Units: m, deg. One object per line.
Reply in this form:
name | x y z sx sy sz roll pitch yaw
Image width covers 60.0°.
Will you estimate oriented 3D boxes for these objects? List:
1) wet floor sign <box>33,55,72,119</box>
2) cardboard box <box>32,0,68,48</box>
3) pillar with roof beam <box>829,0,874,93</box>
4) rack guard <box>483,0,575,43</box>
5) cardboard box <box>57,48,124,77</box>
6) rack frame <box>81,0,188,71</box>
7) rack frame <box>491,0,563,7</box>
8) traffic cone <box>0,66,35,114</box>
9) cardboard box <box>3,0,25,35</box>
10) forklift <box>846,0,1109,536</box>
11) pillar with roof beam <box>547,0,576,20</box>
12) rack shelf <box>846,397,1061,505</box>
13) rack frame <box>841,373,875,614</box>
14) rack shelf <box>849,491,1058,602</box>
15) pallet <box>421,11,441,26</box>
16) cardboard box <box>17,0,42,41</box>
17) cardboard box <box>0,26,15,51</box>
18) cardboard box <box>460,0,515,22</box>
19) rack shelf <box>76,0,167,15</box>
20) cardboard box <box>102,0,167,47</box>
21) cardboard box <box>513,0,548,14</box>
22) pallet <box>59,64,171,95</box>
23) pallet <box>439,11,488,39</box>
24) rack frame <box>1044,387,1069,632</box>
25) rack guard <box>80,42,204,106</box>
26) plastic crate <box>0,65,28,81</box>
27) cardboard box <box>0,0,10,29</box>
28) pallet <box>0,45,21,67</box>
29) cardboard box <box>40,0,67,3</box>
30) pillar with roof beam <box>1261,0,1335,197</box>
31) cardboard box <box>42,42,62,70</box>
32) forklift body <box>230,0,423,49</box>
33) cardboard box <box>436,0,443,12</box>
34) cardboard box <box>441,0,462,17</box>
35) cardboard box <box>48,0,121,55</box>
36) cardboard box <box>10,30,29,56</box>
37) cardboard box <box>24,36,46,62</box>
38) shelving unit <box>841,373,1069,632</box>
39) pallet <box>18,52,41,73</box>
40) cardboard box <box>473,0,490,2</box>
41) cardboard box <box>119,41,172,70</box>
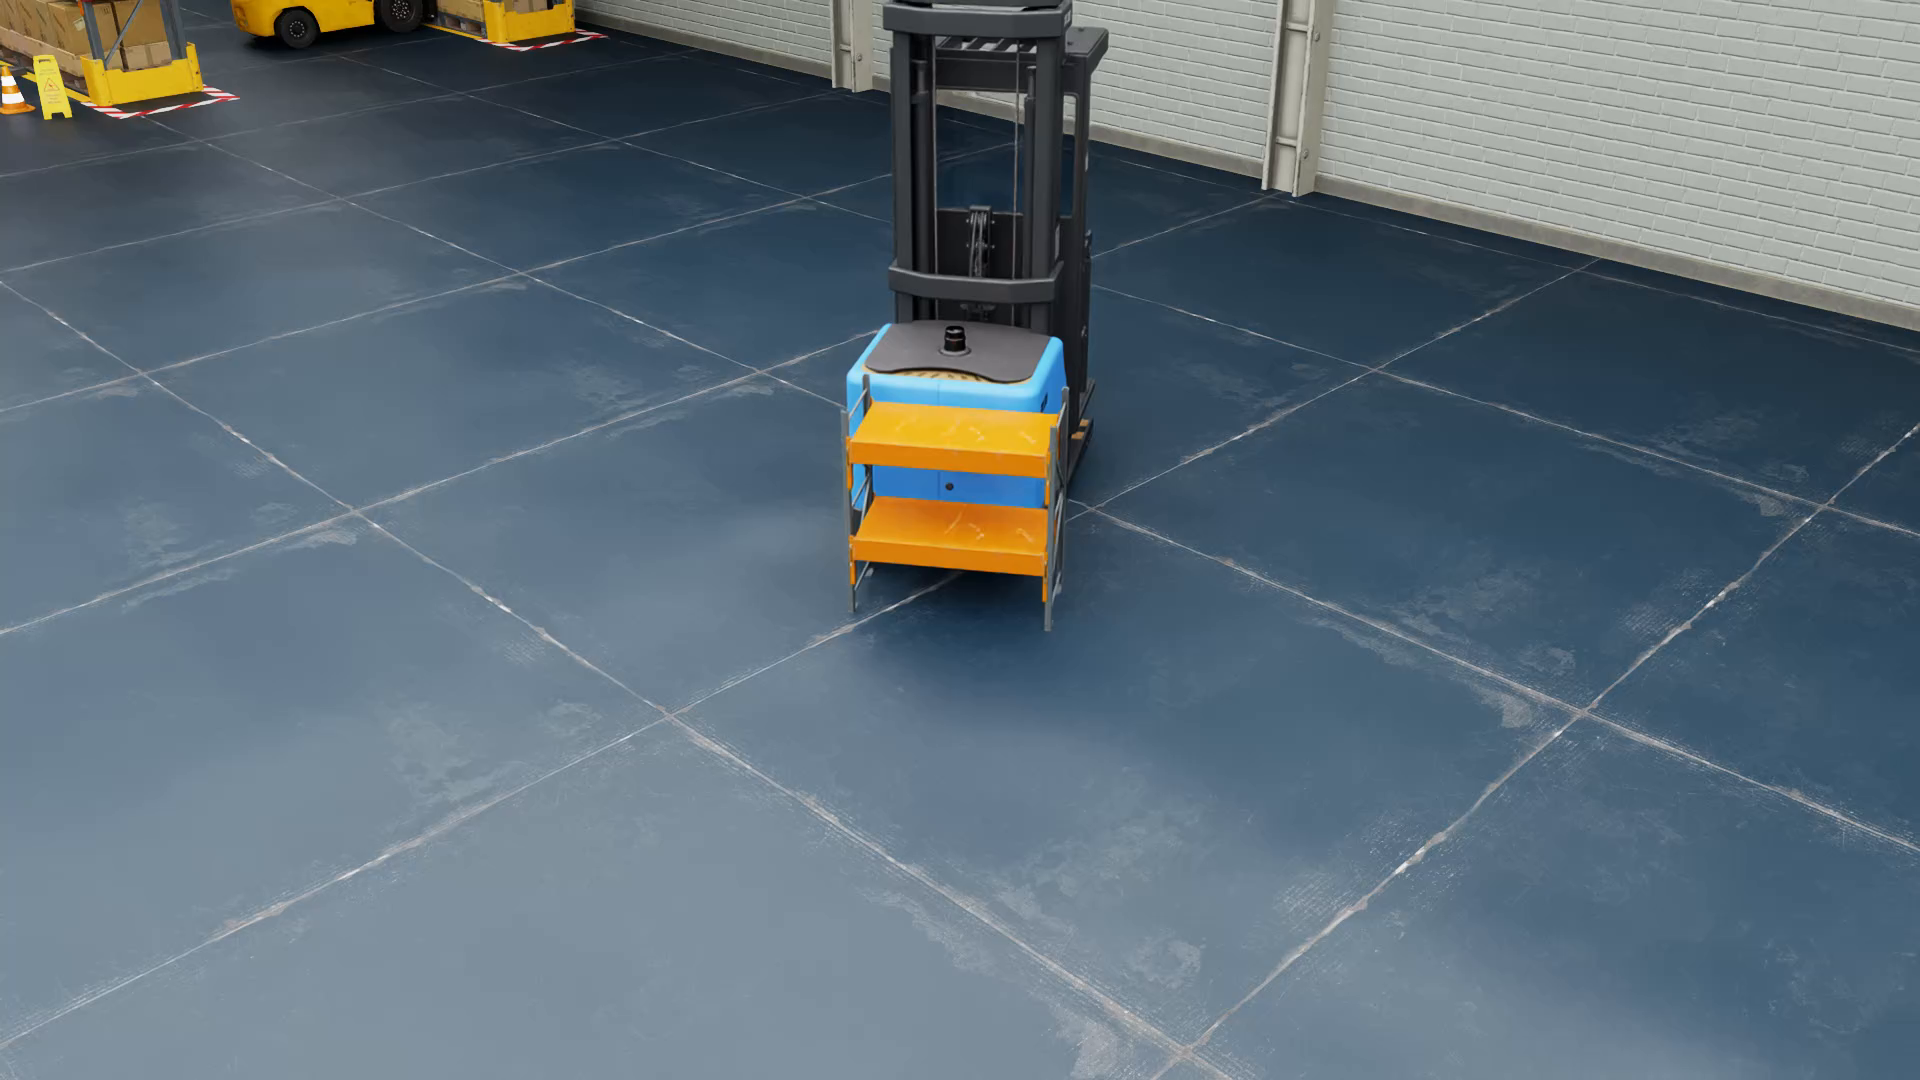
wet floor sign | -9.736 -4.864 17.808 0.267 0.644 0.232 -13 30 -22
cardboard box | -10.250 -5.968 19.075 0.500 0.500 0.500 -24 36 -37
pillar with roof beam | -4.249 -7.767 14.352 0.400 9.000 9.100 25 36 38
rack guard | -5.627 -6.858 21.755 0.348 0.500 1.175 25 36 38
cardboard box | -9.904 -5.475 18.942 0.500 0.250 0.500 24 36 38
rack frame | -9.122 -6.323 18.053 0.127 3.000 1.000 25 36 38
rack frame | -5.644 -7.972 21.188 0.127 3.000 1.000 25 36 38
traffic cone | -10.333 -4.913 18.096 0.334 0.463 0.336 25 36 38
cardboard box | -10.984 -6.307 19.719 0.500 0.500 0.500 -23 35 -37
forklift | 0.215 -1.826 9.573 1.130 2.935 3.031 6 28 11
pillar with roof beam | -8.527 -9.725 18.076 0.400 9.000 9.100 25 36 38
rack shelf | -0.016 -0.450 8.267 1.000 0.278 0.538 5 28 9
rack frame | -0.517 -0.233 8.484 0.032 1.125 0.500 5 28 9
rack shelf | -0.016 0.026 8.518 1.000 0.278 0.538 5 28 9
pallet | -7.085 -7.371 23.042 1.213 0.211 1.003 25 36 38
cardboard box | -10.605 -6.135 19.392 0.500 0.500 0.500 24 36 37
cardboard box | -11.354 -6.145 20.217 0.500 0.250 0.500 -23 35 -36
cardboard box | -6.201 -6.989 21.822 0.500 0.250 0.500 25 37 39
rack shelf | -10.548 -6.658 19.461 4.000 0.370 1.077 25 36 38
cardboard box | -9.520 -5.987 19.110 0.500 0.500 0.500 23 36 37
cardboard box | -5.857 -7.166 22.158 0.500 0.250 0.500 25 37 39
pallet | -9.730 -5.391 19.276 1.213 0.211 1.003 25 36 38
pallet | -6.219 -6.973 22.285 1.213 0.211 1.003 25 36 38
rack frame | 0.484 -0.148 8.323 0.032 1.125 0.500 5 28 9
rack guard | -9.176 -5.242 18.682 0.348 0.500 1.175 25 36 38
plastic crate | -11.429 -5.552 19.723 0.583 0.080 0.402 12 30 22
cardboard box | -11.352 -6.477 20.041 0.500 0.500 0.500 -24 36 -37
pallet | -11.470 -6.187 20.790 1.213 0.211 1.003 25 36 38
cardboard box | -10.184 -6.184 18.788 0.380 0.149 0.250 -24 36 -38
pillar with roof beam | 0.030 -5.809 10.629 0.400 9.000 9.100 25 36 38
cardboard box | -10.250 -5.638 19.253 0.500 0.250 0.500 25 37 39
forklift body | -8.275 -7.610 21.411 1.214 2.155 2.313 25 36 38
cardboard box | -6.899 -7.321 22.453 0.500 0.250 0.500 -25 37 -39
cardboard box | -6.549 -7.155 22.137 0.500 0.250 0.500 25 36 38
cardboard box | -9.876 -5.799 18.753 0.500 0.500 0.500 25 37 39
cardboard box | -10.974 -5.973 19.889 0.500 0.250 0.500 24 36 38
cardboard box | -10.627 -5.807 19.575 0.500 0.250 0.500 23 35 37
shelving unit | -0.016 -0.191 8.404 1.048 1.125 0.538 5 28 9
pallet | -10.596 -5.789 20.032 1.213 0.211 1.003 25 36 38
cardboard box | -6.210 -7.217 21.719 0.500 0.250 0.500 24 36 38
cardboard box | -9.503 -5.647 19.270 0.500 0.250 0.500 24 36 38
